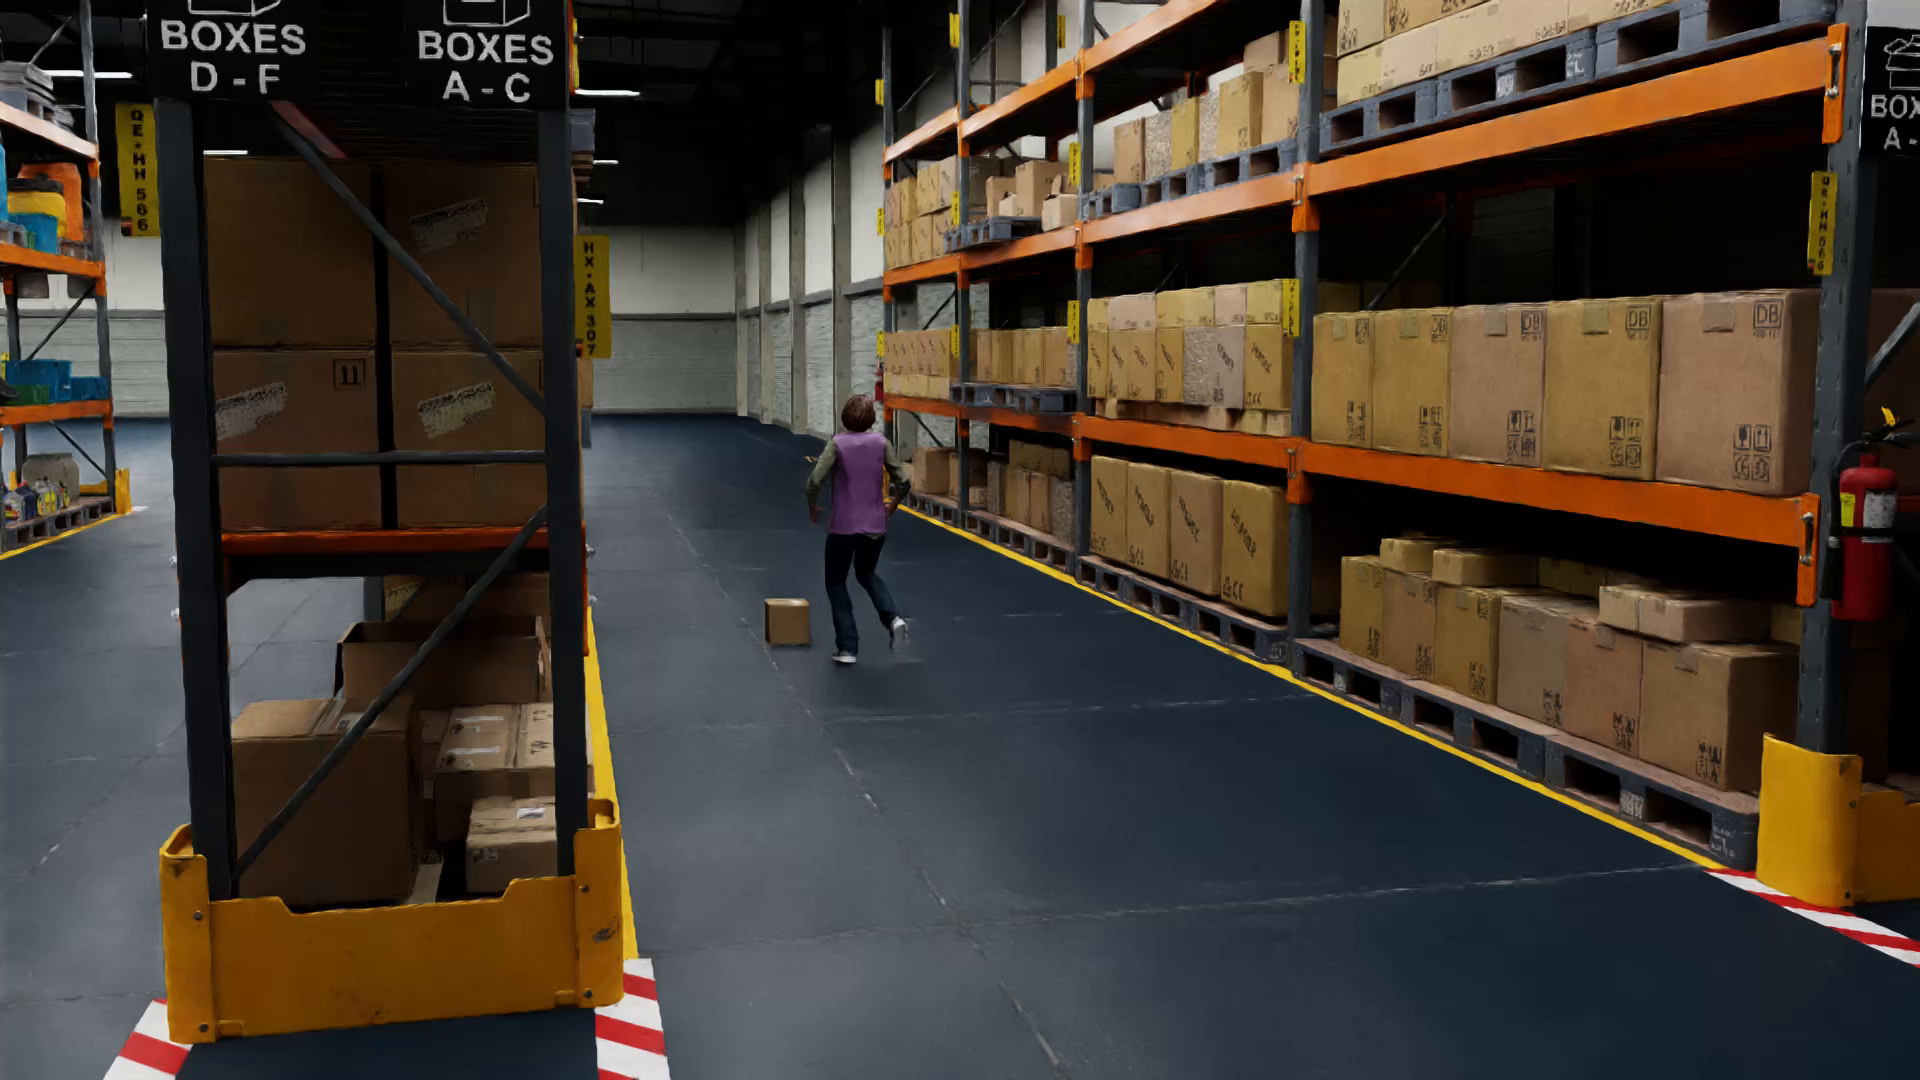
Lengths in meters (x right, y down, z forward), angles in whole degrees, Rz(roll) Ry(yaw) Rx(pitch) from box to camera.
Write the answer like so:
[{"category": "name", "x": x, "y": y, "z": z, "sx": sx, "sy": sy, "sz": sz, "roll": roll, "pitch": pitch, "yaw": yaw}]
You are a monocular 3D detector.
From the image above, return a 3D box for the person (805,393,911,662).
[{"category": "person", "x": -0.621, "y": -0.055, "z": 9.585, "sx": 0.602, "sy": 1.551, "sz": 0.442, "roll": -3, "pitch": 7, "yaw": -26}]
